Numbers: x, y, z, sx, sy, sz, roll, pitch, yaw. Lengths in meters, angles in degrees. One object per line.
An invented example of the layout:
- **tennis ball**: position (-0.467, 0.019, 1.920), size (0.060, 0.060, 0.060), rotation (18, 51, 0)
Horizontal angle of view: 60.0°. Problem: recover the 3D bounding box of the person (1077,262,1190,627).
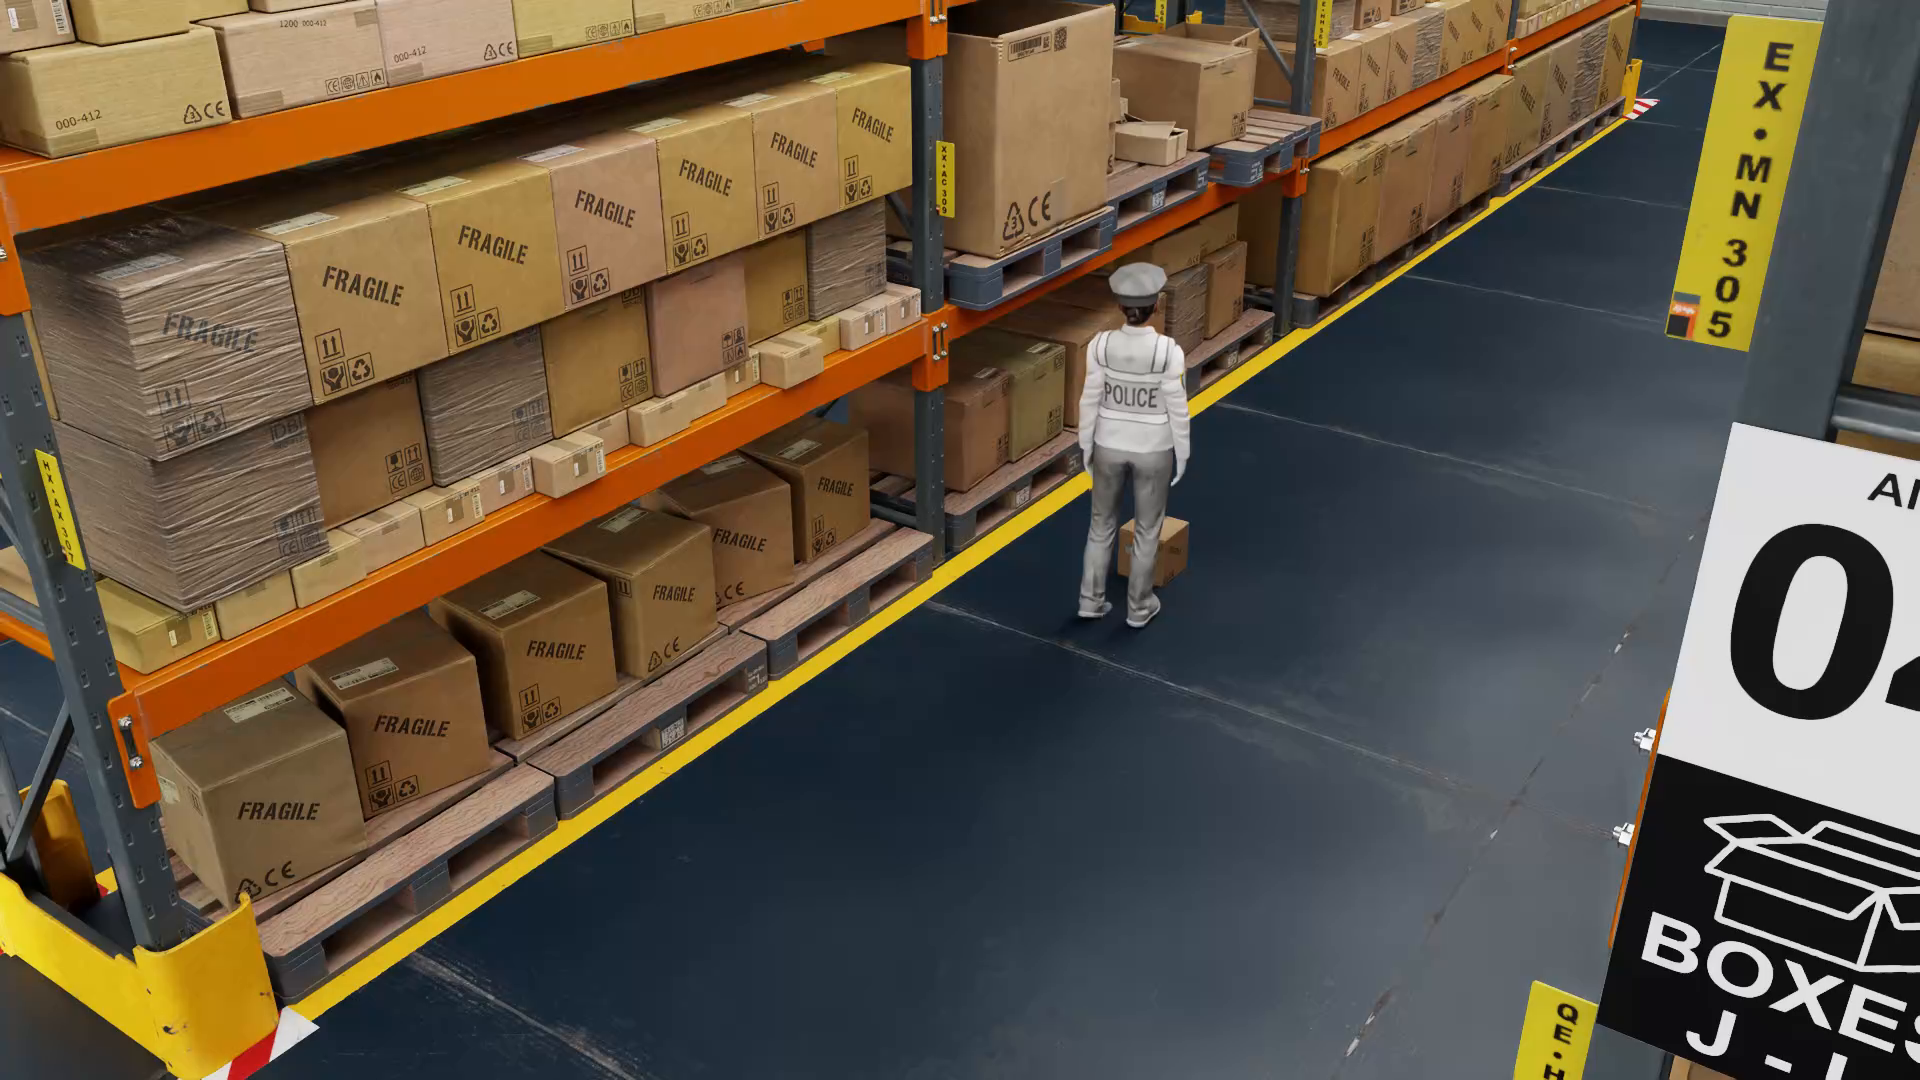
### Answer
- **person**: position (0.775, -0.375, 7.379), size (0.495, 1.729, 0.335), rotation (10, 29, 18)
